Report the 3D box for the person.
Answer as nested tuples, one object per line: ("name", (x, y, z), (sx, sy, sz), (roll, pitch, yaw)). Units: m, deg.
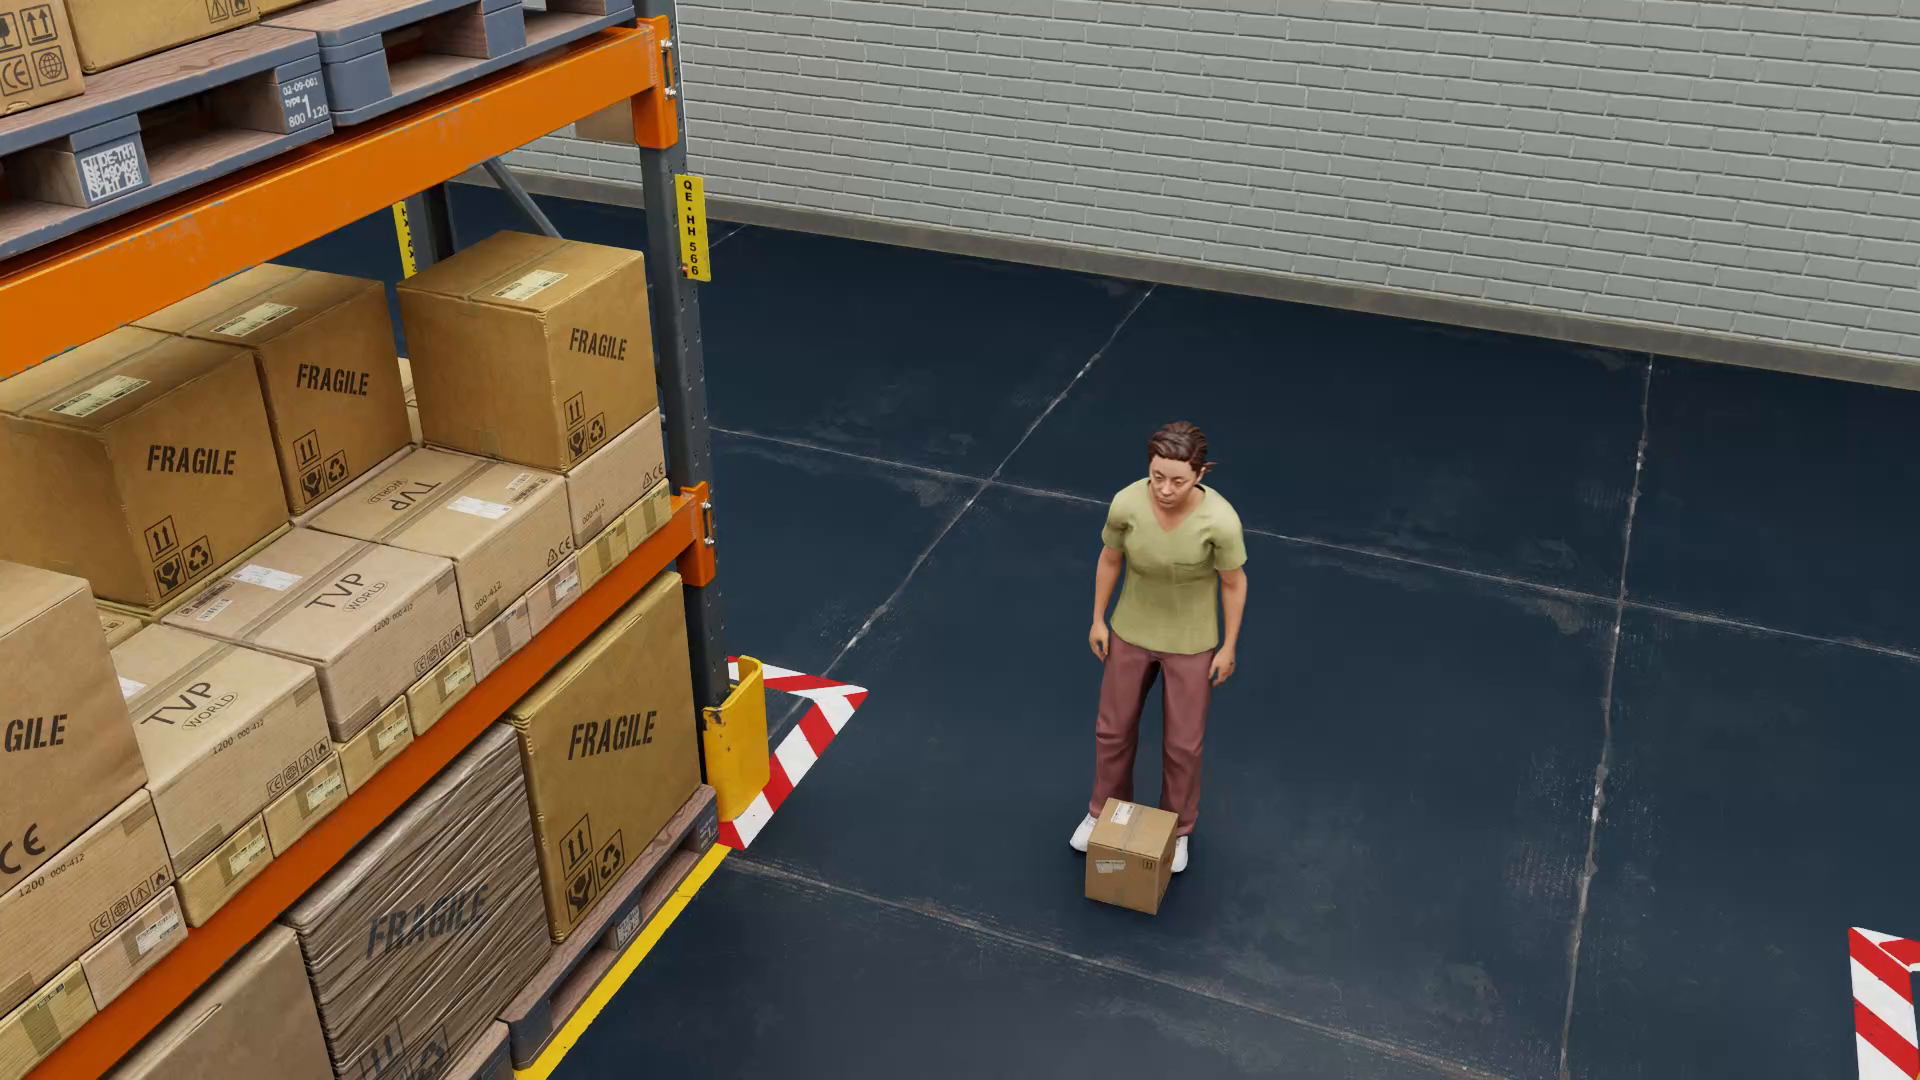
("person", (0.673, 0.345, 5.526), (0.502, 1.673, 0.352), (11, 32, 19))
